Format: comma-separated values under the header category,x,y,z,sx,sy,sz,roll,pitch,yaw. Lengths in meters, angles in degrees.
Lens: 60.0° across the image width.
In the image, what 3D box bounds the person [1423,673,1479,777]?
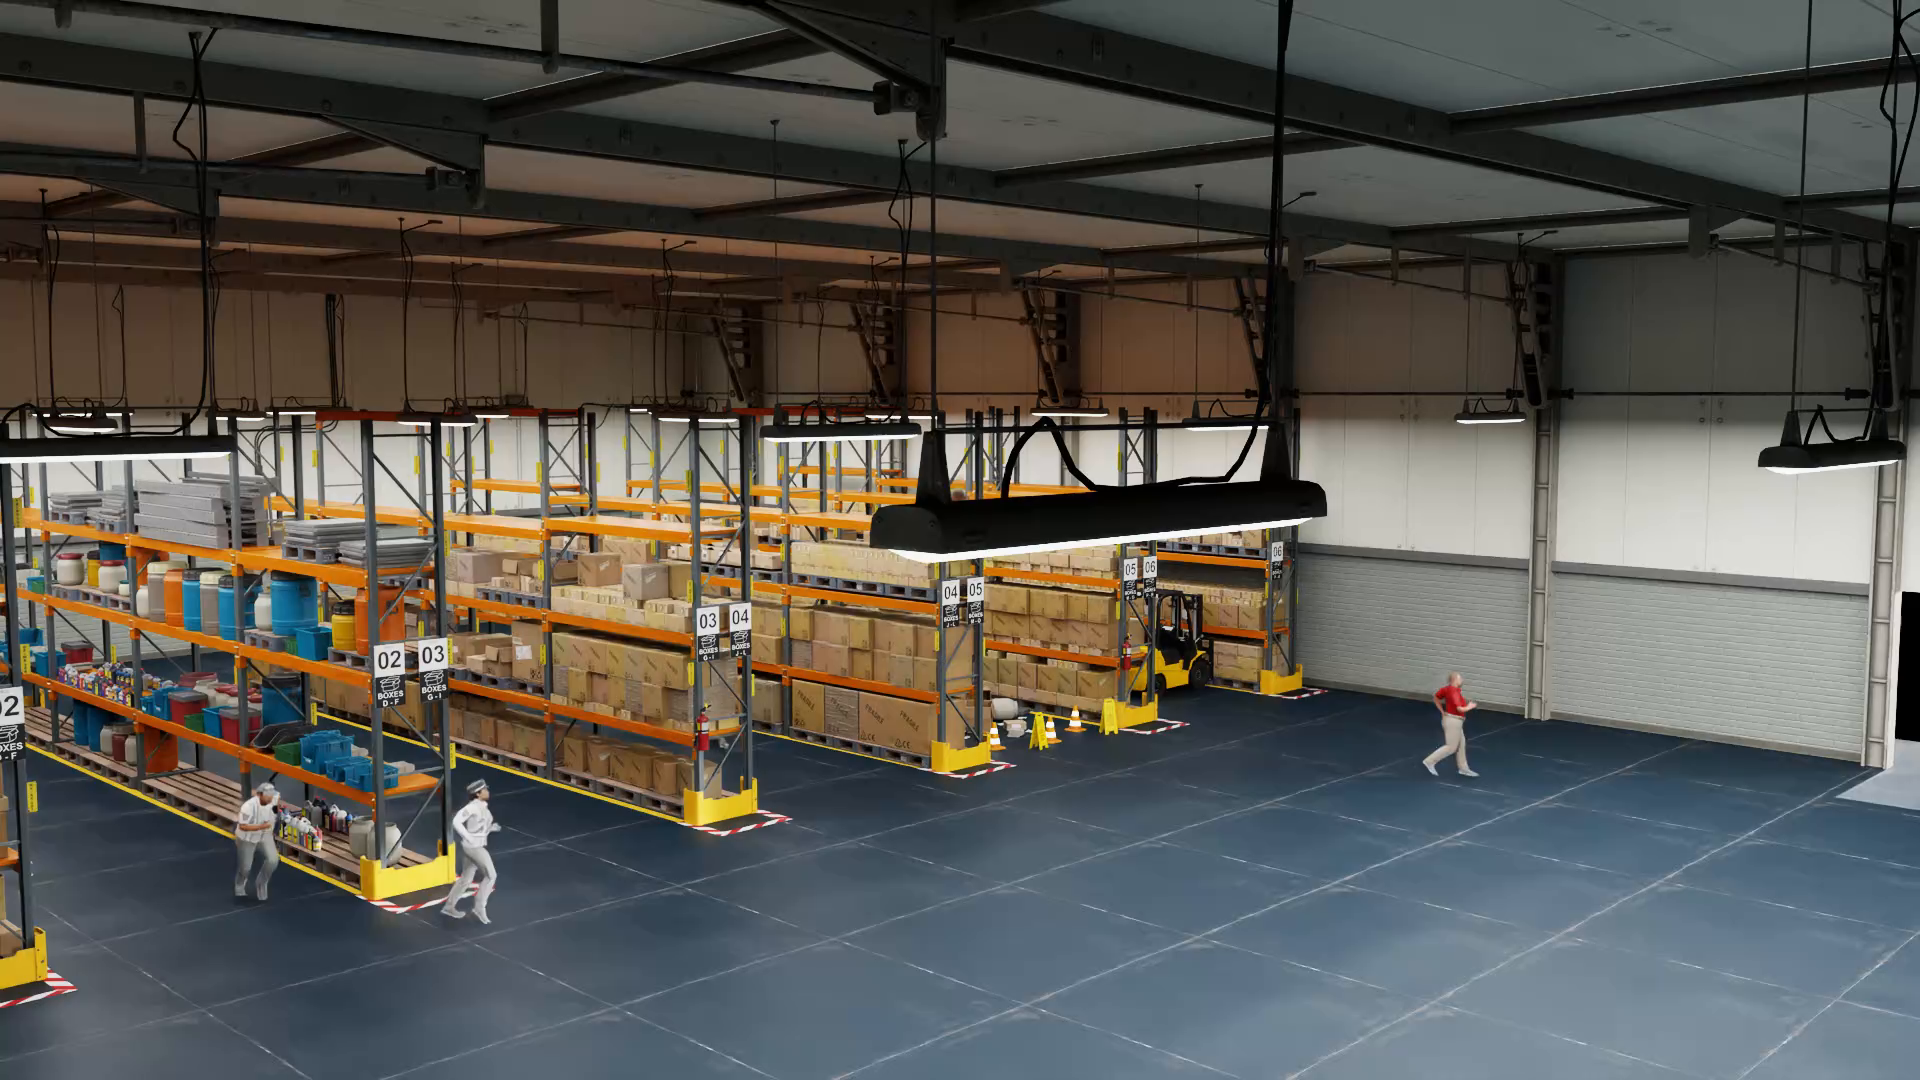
category,x,y,z,sx,sy,sz,roll,pitch,yaw
person,8.063,3.035,27.280,0.950,1.719,0.682,0,5,2

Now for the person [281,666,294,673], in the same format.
category,x,y,z,sx,sy,sz,roll,pitch,yaw
person,-11.667,2.930,29.017,0.564,1.668,0.561,4,7,41

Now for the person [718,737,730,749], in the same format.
category,x,y,z,sx,sy,sz,roll,pitch,yaw
person,-4.390,2.900,29.663,0.877,1.576,0.543,4,6,35

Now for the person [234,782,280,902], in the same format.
category,x,y,z,sx,sy,sz,roll,pitch,yaw
person,-8.743,3.738,20.726,0.940,1.554,0.636,4,6,38

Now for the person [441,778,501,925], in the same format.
category,x,y,z,sx,sy,sz,roll,pitch,yaw
person,-5.878,3.732,20.029,0.689,1.733,0.624,-1,5,-10
